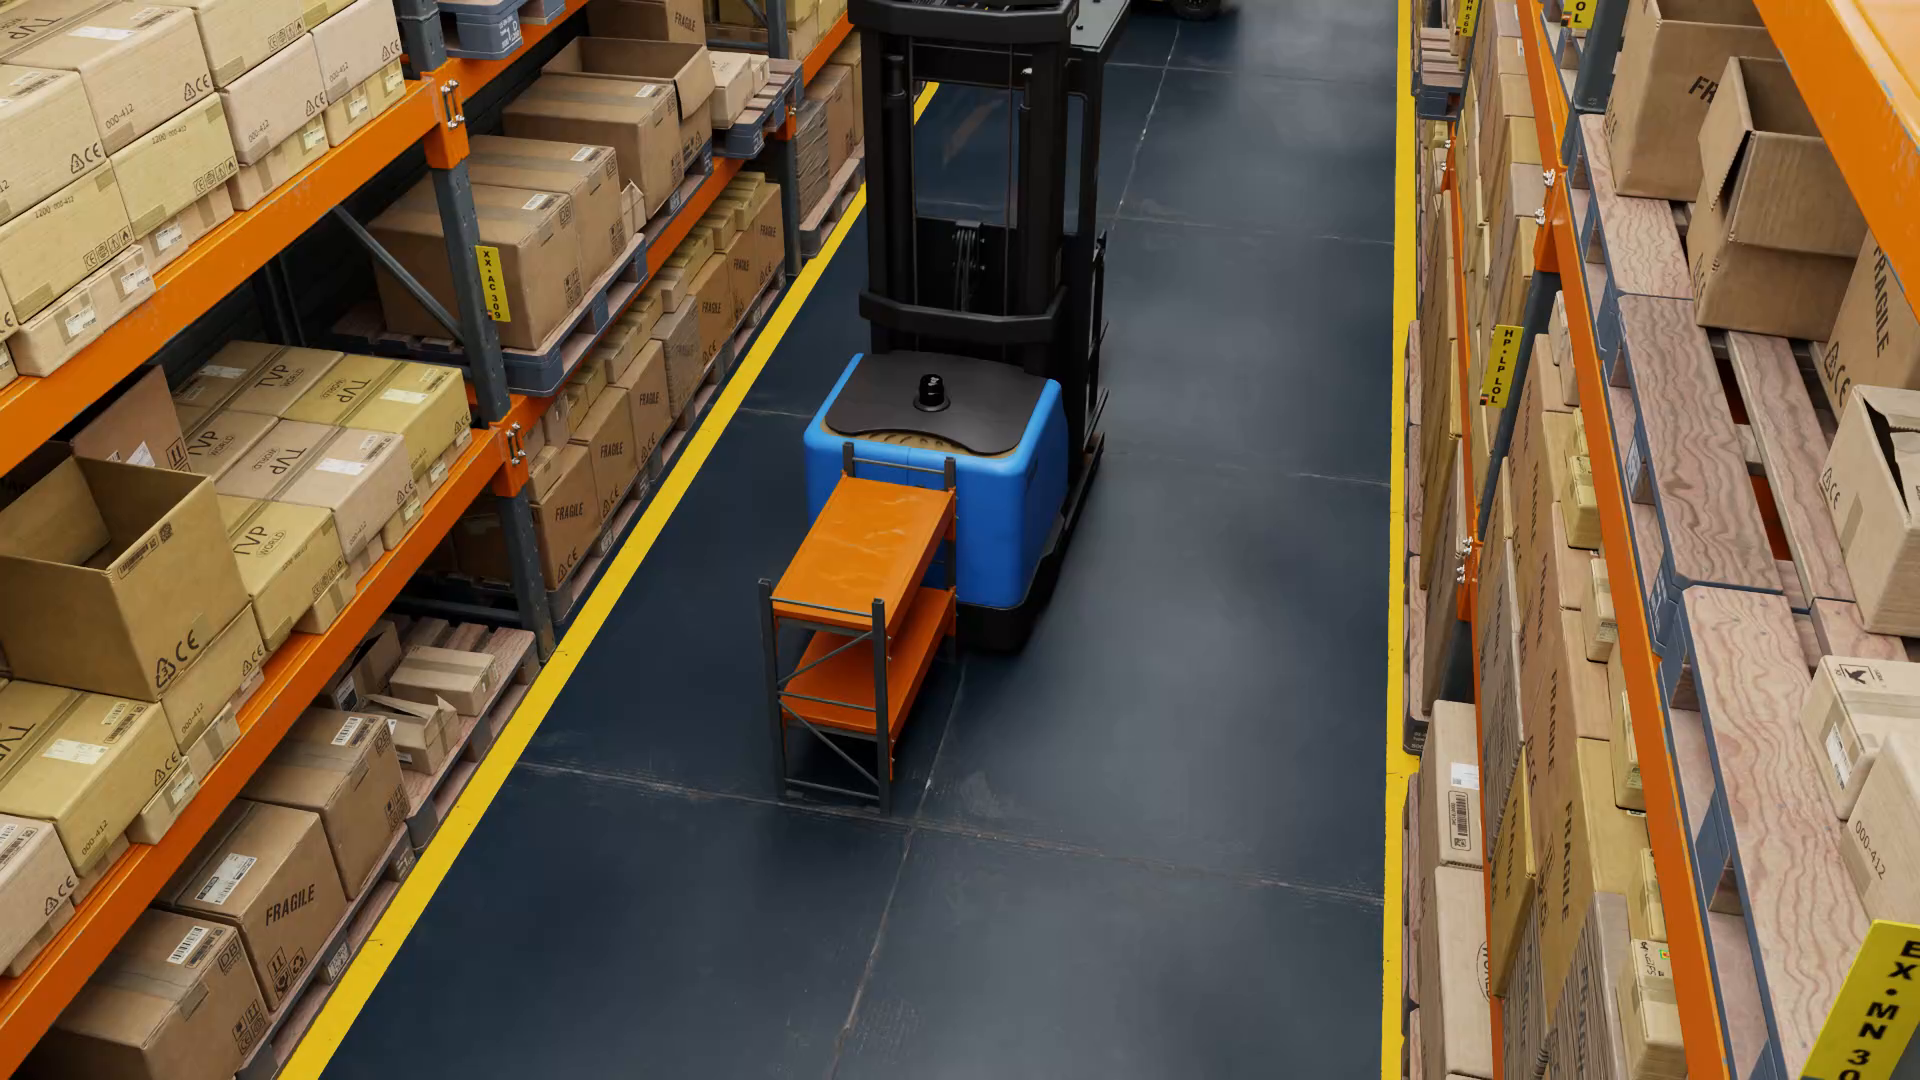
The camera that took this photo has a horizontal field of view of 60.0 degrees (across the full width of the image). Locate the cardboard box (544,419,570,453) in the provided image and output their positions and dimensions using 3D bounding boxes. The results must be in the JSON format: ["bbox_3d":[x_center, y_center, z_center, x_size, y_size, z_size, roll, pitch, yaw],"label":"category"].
[{"bbox_3d":[-2.078,-0.495,7.866,0.380,0.149,0.250,6,36,9],"label":"cardboard box"}]

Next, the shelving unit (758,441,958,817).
[{"bbox_3d":[-0.397,0.362,7.062,0.538,1.125,1.048,9,37,12],"label":"shelving unit"}]

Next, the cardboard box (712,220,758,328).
[{"bbox_3d":[-1.541,-1.630,9.985,0.500,0.500,0.500,7,36,9],"label":"cardboard box"}]

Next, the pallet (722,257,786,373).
[{"bbox_3d":[-1.740,-1.474,10.375,1.003,0.211,1.213,7,37,10],"label":"pallet"}]

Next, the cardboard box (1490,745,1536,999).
[{"bbox_3d":[1.762,0.950,4.568,0.500,0.500,0.500,8,37,11],"label":"cardboard box"}]

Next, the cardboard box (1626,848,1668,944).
[{"bbox_3d":[1.576,0.795,3.378,0.380,0.149,0.250,8,37,11],"label":"cardboard box"}]

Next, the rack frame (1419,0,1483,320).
[{"bbox_3d":[3.307,-2.407,9.285,1.000,3.000,0.127,7,37,10],"label":"rack frame"}]

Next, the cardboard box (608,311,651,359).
[{"bbox_3d":[-1.844,-1.083,8.678,0.380,0.149,0.250,9,37,12],"label":"cardboard box"}]

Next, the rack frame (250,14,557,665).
[{"bbox_3d":[-2.398,-0.734,6.976,1.000,3.000,0.127,7,37,10],"label":"rack frame"}]

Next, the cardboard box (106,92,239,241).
[{"bbox_3d":[-2.478,-1.108,4.811,0.500,0.250,0.500,8,37,11],"label":"cardboard box"}]

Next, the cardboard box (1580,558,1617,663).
[{"bbox_3d":[1.788,0.198,4.201,0.380,0.149,0.250,7,37,10],"label":"cardboard box"}]

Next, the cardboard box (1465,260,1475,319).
[{"bbox_3d":[2.644,-1.217,7.771,0.500,0.250,0.500,7,37,10],"label":"cardboard box"}]

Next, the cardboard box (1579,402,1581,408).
[{"bbox_3d":[2.079,-0.372,4.988,0.380,0.149,0.250,7,36,9],"label":"cardboard box"}]

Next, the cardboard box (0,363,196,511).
[{"bbox_3d":[-2.976,-0.276,5.581,0.500,0.500,0.500,6,36,9],"label":"cardboard box"}]

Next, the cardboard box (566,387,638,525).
[{"bbox_3d":[-1.970,-0.447,8.353,0.500,0.500,0.500,7,36,9],"label":"cardboard box"}]

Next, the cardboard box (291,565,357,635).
[{"bbox_3d":[-2.395,0.184,5.925,0.380,0.149,0.250,7,36,9],"label":"cardboard box"}]

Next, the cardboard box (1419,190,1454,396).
[{"bbox_3d":[3.078,-1.331,9.253,0.875,0.875,0.875,7,37,10],"label":"cardboard box"}]

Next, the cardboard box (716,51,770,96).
[{"bbox_3d":[-1.309,-2.670,9.505,0.380,0.149,0.250,8,37,11],"label":"cardboard box"}]

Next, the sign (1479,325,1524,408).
[{"bbox_3d":[1.920,-0.613,5.890,0.100,0.325,0.005,7,37,10],"label":"sign"}]

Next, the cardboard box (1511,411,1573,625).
[{"bbox_3d":[2.000,-0.027,5.065,0.500,0.500,0.500,7,36,9],"label":"cardboard box"}]

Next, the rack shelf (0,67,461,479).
[{"bbox_3d":[-2.825,-0.510,4.725,1.077,0.370,4.000,7,37,10],"label":"rack shelf"}]

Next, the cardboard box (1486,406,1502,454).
[{"bbox_3d":[2.309,-0.538,6.409,0.500,0.250,0.500,7,37,10],"label":"cardboard box"}]

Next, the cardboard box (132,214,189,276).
[{"bbox_3d":[-2.498,-0.875,4.830,0.380,0.149,0.250,8,37,10],"label":"cardboard box"}]

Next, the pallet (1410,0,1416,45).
[{"bbox_3d":[4.528,-4.662,14.772,1.003,0.211,1.213,7,37,10],"label":"pallet"}]

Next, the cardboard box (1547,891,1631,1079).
[{"bbox_3d":[1.551,1.125,3.475,0.500,0.500,0.500,7,37,10],"label":"cardboard box"}]

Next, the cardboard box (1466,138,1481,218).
[{"bbox_3d":[2.727,-1.709,8.023,0.500,0.250,0.500,7,37,10],"label":"cardboard box"}]

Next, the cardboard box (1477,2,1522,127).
[{"bbox_3d":[2.866,-2.314,8.220,0.500,0.500,0.500,7,37,10],"label":"cardboard box"}]

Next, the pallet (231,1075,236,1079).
[{"bbox_3d":[-3.067,2.188,5.321,1.003,0.211,1.213,7,37,10],"label":"pallet"}]

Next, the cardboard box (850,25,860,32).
[{"bbox_3d":[-0.963,-3.784,12.851,0.875,0.625,0.625,7,37,9],"label":"cardboard box"}]

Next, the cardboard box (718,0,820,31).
[{"bbox_3d":[-1.186,-3.389,10.342,0.500,0.250,0.500,7,37,10],"label":"cardboard box"}]

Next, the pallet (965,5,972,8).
[{"bbox_3d":[-0.478,-4.642,14.744,1.003,0.211,1.213,7,37,10],"label":"pallet"}]

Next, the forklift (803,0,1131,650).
[{"bbox_3d":[0.164,-1.542,8.150,1.130,2.935,3.031,9,37,12],"label":"forklift"}]

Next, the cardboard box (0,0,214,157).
[{"bbox_3d":[-2.487,-1.309,4.663,0.500,0.250,0.500,8,37,11],"label":"cardboard box"}]

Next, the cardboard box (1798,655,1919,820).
[{"bbox_3d":[1.617,0.337,2.715,0.380,0.149,0.250,5,36,6],"label":"cardboard box"}]

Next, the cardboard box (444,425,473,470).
[{"bbox_3d":[-2.219,-0.417,6.754,0.380,0.149,0.250,8,37,11],"label":"cardboard box"}]

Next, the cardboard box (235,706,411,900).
[{"bbox_3d":[-2.587,0.983,6.380,0.700,0.500,0.500,6,36,8],"label":"cardboard box"}]

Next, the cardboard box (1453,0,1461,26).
[{"bbox_3d":[3.232,-3.331,9.863,0.500,0.500,0.500,7,36,9],"label":"cardboard box"}]

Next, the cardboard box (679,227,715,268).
[{"bbox_3d":[-1.630,-1.681,9.503,0.380,0.149,0.250,8,37,11],"label":"cardboard box"}]

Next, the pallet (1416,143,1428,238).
[{"bbox_3d":[3.738,-2.423,11.683,1.003,0.211,1.213,7,37,10],"label":"pallet"}]

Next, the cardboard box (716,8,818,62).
[{"bbox_3d":[-1.210,-3.190,10.493,0.500,0.250,0.500,7,37,10],"label":"cardboard box"}]

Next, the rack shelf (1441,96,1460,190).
[{"bbox_3d":[3.734,-3.262,11.078,1.077,0.370,4.000,7,37,10],"label":"rack shelf"}]

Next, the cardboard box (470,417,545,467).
[{"bbox_3d":[-2.120,-0.454,7.557,0.380,0.149,0.250,7,36,9],"label":"cardboard box"}]

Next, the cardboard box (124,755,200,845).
[{"bbox_3d":[-2.590,0.775,5.109,0.380,0.149,0.250,6,36,9],"label":"cardboard box"}]

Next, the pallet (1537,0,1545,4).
[{"bbox_3d":[2.985,-2.527,7.056,1.003,0.211,1.213,9,37,12],"label":"pallet"}]

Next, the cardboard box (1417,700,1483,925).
[{"bbox_3d":[2.213,1.100,6.271,0.875,0.438,0.875,7,36,9],"label":"cardboard box"}]

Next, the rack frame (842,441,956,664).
[{"bbox_3d":[-0.263,0.074,7.459,0.500,1.125,0.032,9,37,12],"label":"rack frame"}]

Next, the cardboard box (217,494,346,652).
[{"bbox_3d":[-2.480,0.103,5.697,0.500,0.250,0.500,7,37,10],"label":"cardboard box"}]

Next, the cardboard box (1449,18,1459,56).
[{"bbox_3d":[3.143,-3.005,9.967,0.380,0.149,0.250,7,37,10],"label":"cardboard box"}]

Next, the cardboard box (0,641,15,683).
[{"bbox_3d":[-3.080,0.324,5.391,0.500,0.250,0.500,7,37,10],"label":"cardboard box"}]

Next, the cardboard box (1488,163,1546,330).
[{"bbox_3d":[2.406,-1.144,6.605,0.500,0.500,0.500,8,37,11],"label":"cardboard box"}]

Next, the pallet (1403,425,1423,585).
[{"bbox_3d":[2.802,-0.138,8.530,1.003,0.211,1.213,7,37,10],"label":"pallet"}]

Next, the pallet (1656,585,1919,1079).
[{"bbox_3d":[1.746,0.574,2.691,1.003,0.211,1.213,7,37,10],"label":"pallet"}]

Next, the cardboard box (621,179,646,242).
[{"bbox_3d":[-1.726,-1.598,7.925,0.396,0.266,0.258,9,37,12],"label":"cardboard box"}]

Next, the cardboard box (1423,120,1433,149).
[{"bbox_3d":[3.901,-3.092,12.112,0.950,0.372,0.625,10,37,13],"label":"cardboard box"}]

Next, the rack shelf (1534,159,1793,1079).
[{"bbox_3d":[2.025,0.110,3.870,1.077,0.370,4.000,7,37,10],"label":"rack shelf"}]

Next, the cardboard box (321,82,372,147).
[{"bbox_3d":[-2.241,-1.463,5.641,0.380,0.149,0.250,7,37,10],"label":"cardboard box"}]

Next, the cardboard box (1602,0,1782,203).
[{"bbox_3d":[2.121,-1.268,4.630,0.500,0.500,0.500,8,37,11],"label":"cardboard box"}]
